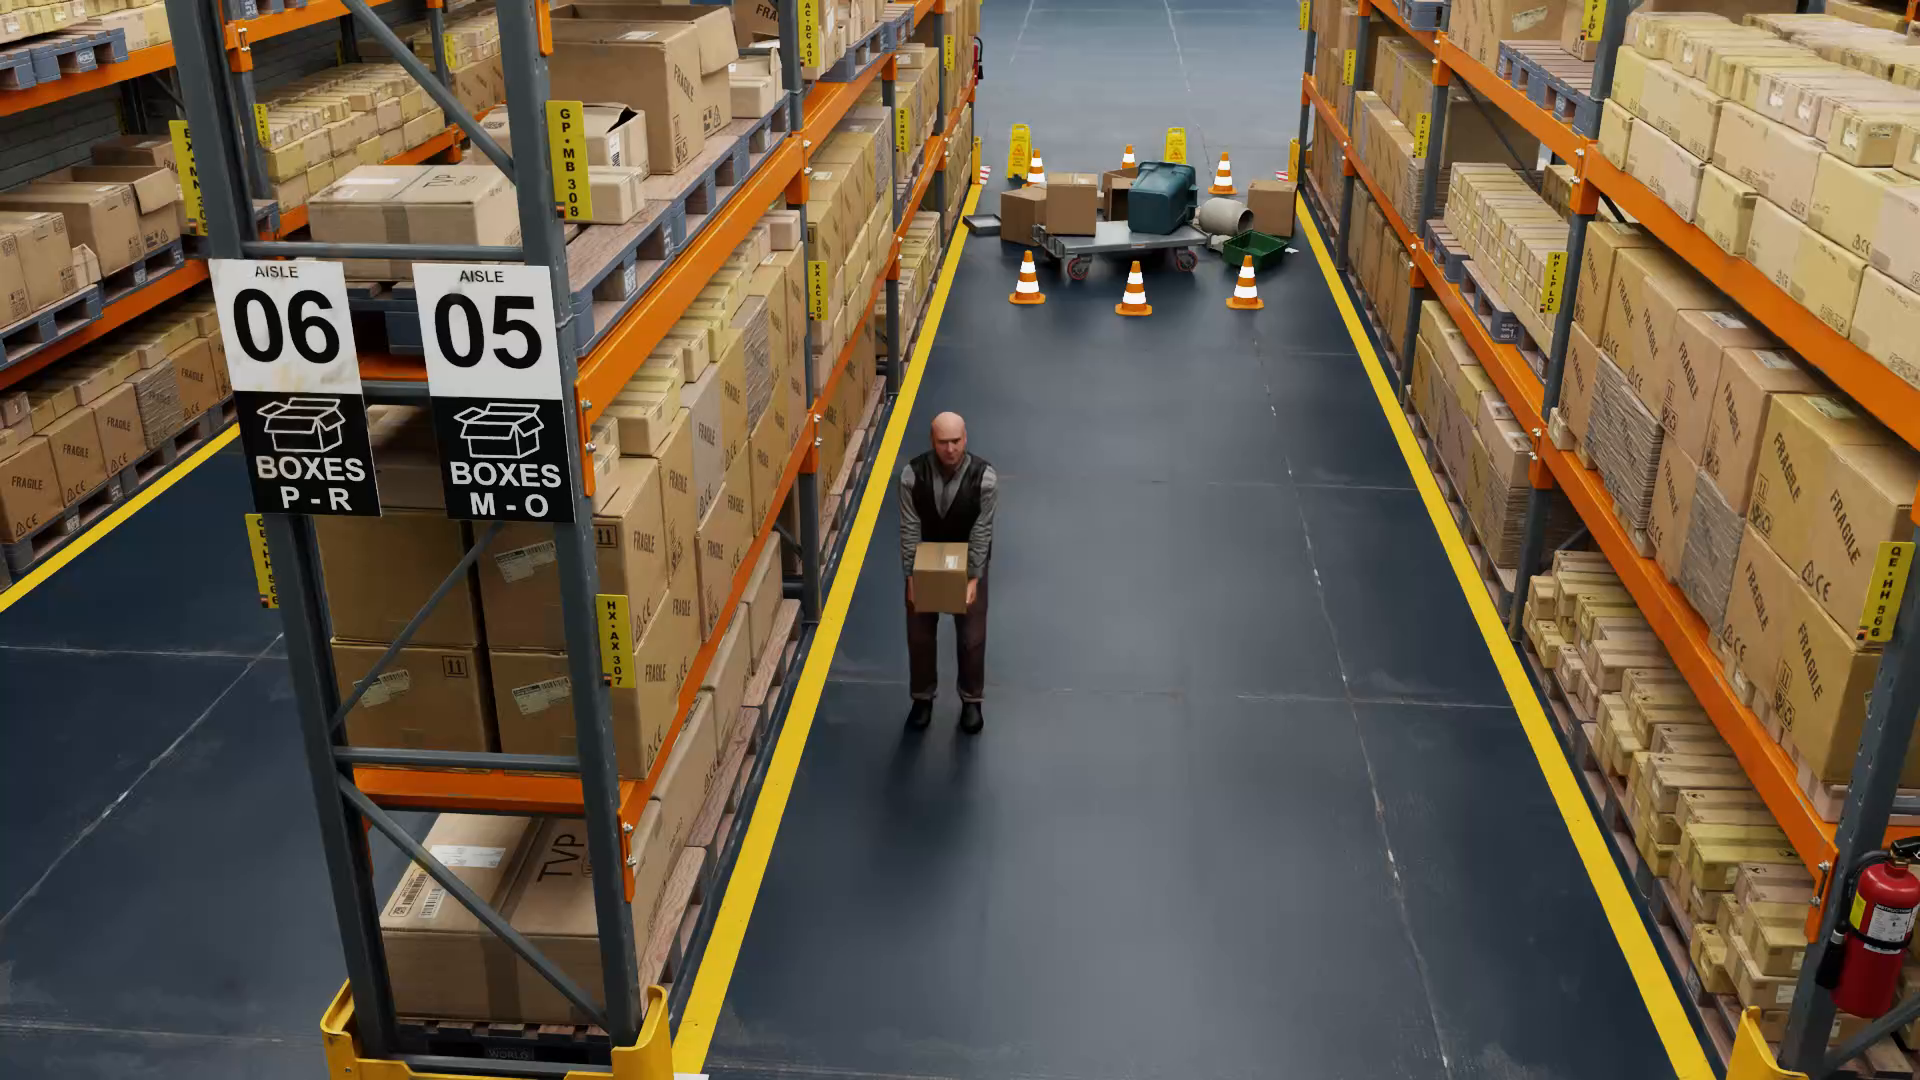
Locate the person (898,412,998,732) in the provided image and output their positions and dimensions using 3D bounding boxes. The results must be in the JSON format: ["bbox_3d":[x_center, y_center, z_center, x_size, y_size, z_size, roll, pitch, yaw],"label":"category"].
[{"bbox_3d":[-0.058,0.178,8.260,0.487,1.713,0.577,2,24,4],"label":"person"}]
